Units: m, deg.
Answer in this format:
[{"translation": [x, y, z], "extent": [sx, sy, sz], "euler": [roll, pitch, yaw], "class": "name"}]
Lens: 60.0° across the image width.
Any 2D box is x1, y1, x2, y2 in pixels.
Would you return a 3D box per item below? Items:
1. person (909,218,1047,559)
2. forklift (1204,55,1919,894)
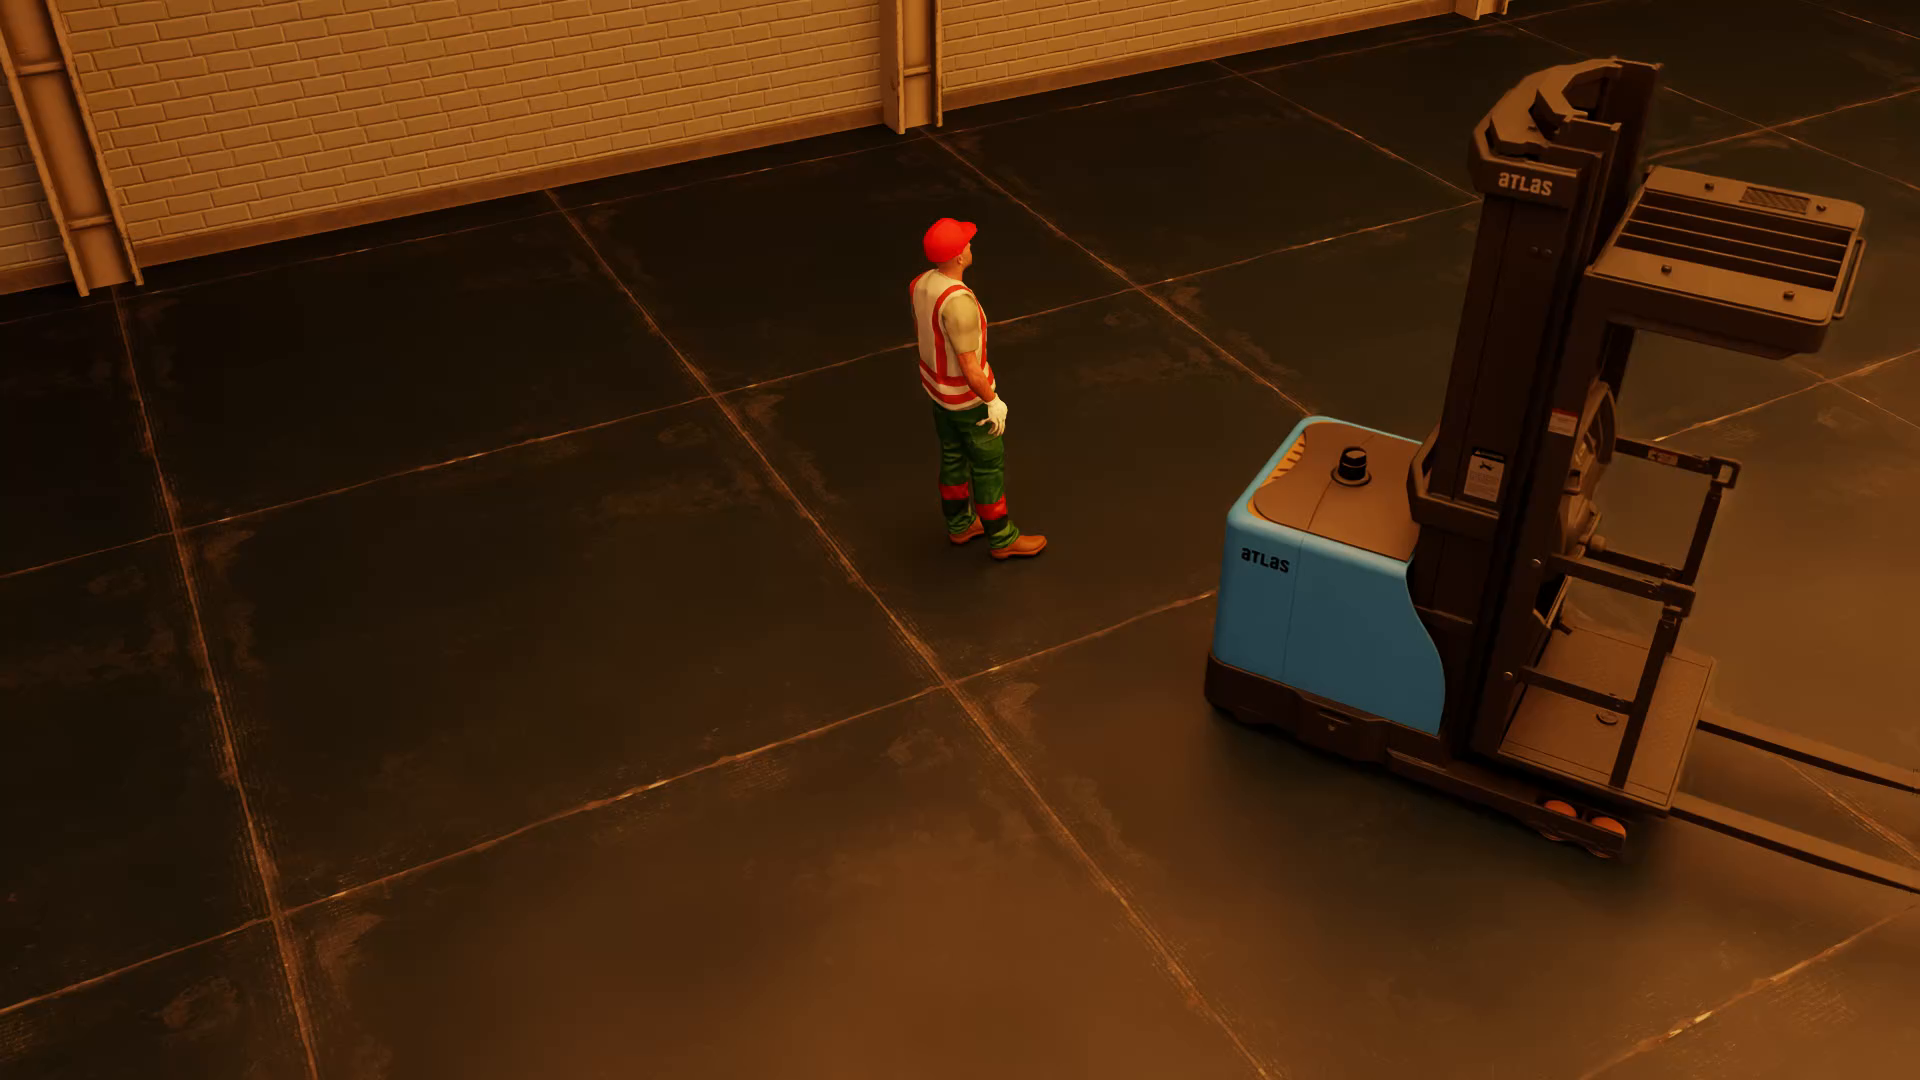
[{"translation": [0.076, -0.752, 8.163], "extent": [0.564, 1.787, 0.637], "euler": [-17, 39, -23], "class": "person"}, {"translation": [2.645, -0.247, 6.473], "extent": [3.031, 2.935, 1.130], "euler": [18, 39, 24], "class": "forklift"}]
